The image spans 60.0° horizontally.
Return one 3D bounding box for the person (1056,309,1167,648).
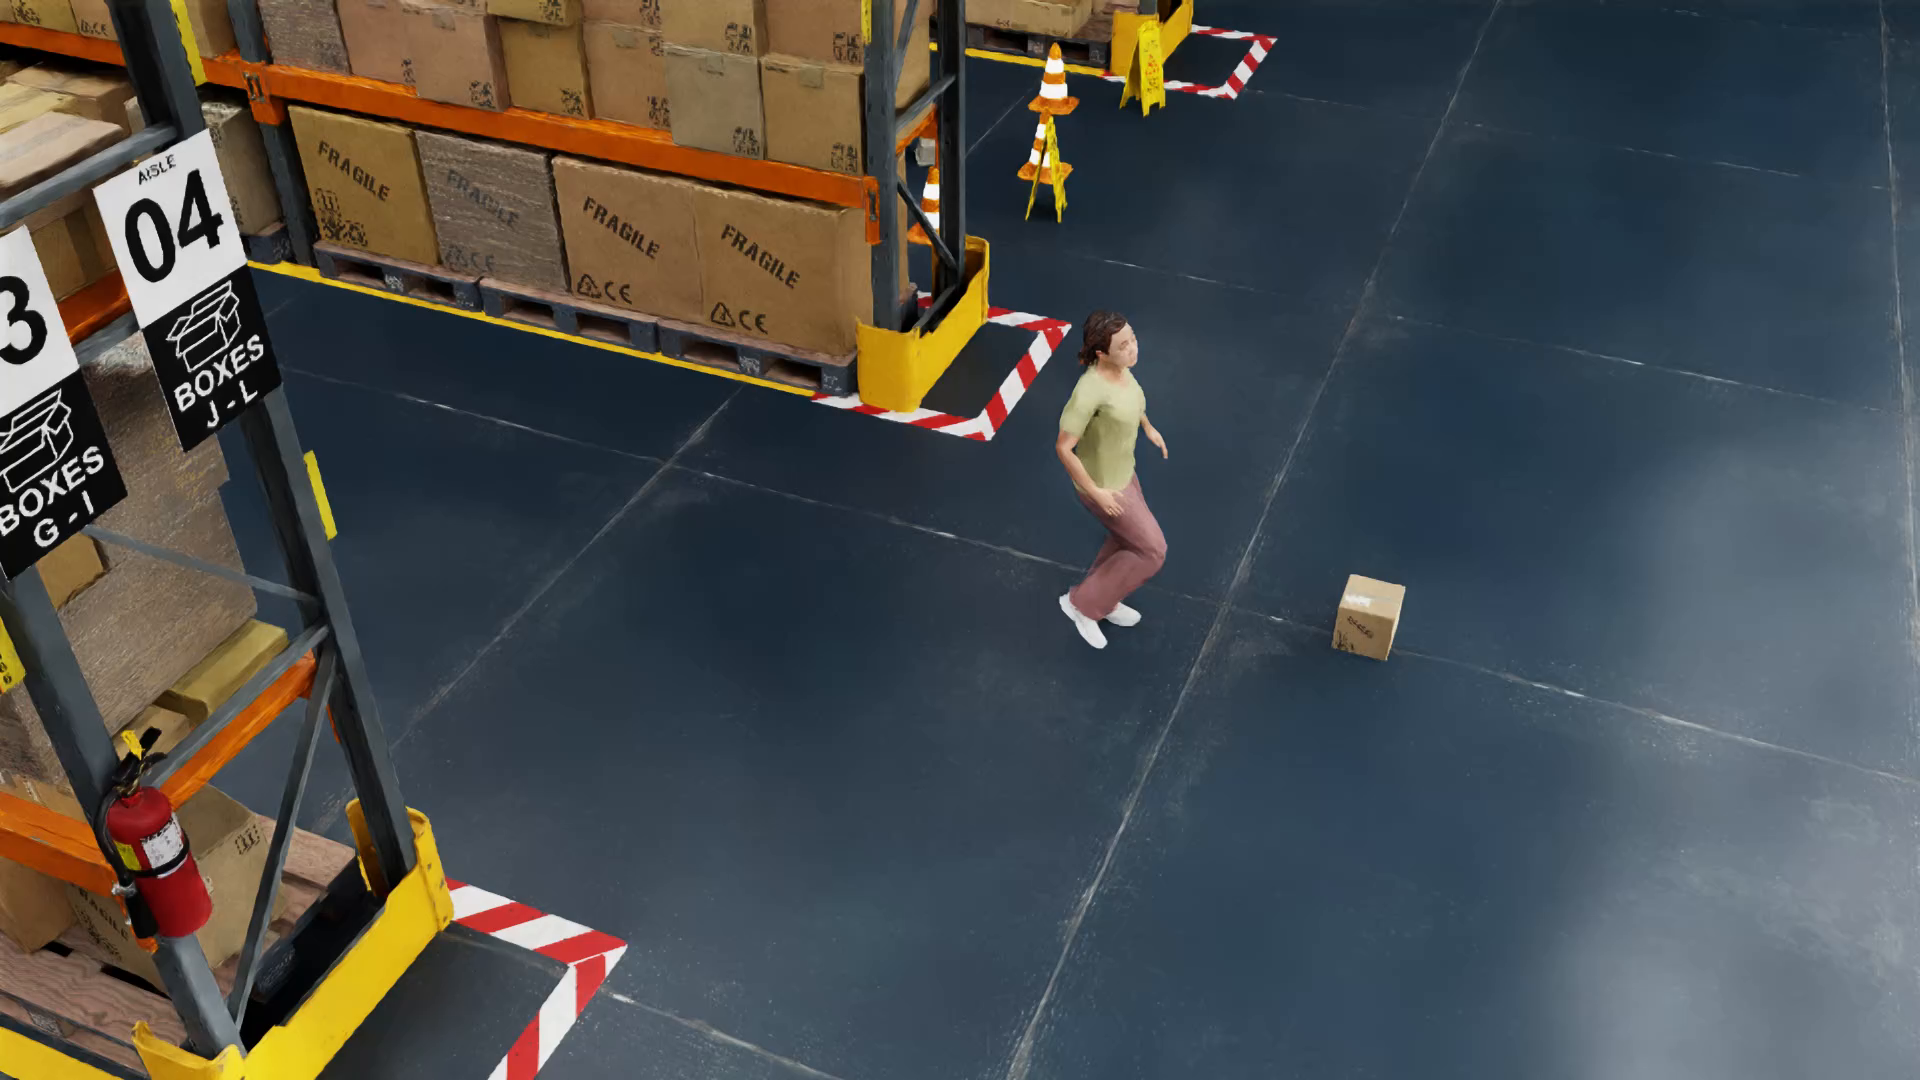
[{"bbox_3d":[0.689,-0.276,7.211,0.488,1.635,0.616,8,38,10],"label":"person"}]
